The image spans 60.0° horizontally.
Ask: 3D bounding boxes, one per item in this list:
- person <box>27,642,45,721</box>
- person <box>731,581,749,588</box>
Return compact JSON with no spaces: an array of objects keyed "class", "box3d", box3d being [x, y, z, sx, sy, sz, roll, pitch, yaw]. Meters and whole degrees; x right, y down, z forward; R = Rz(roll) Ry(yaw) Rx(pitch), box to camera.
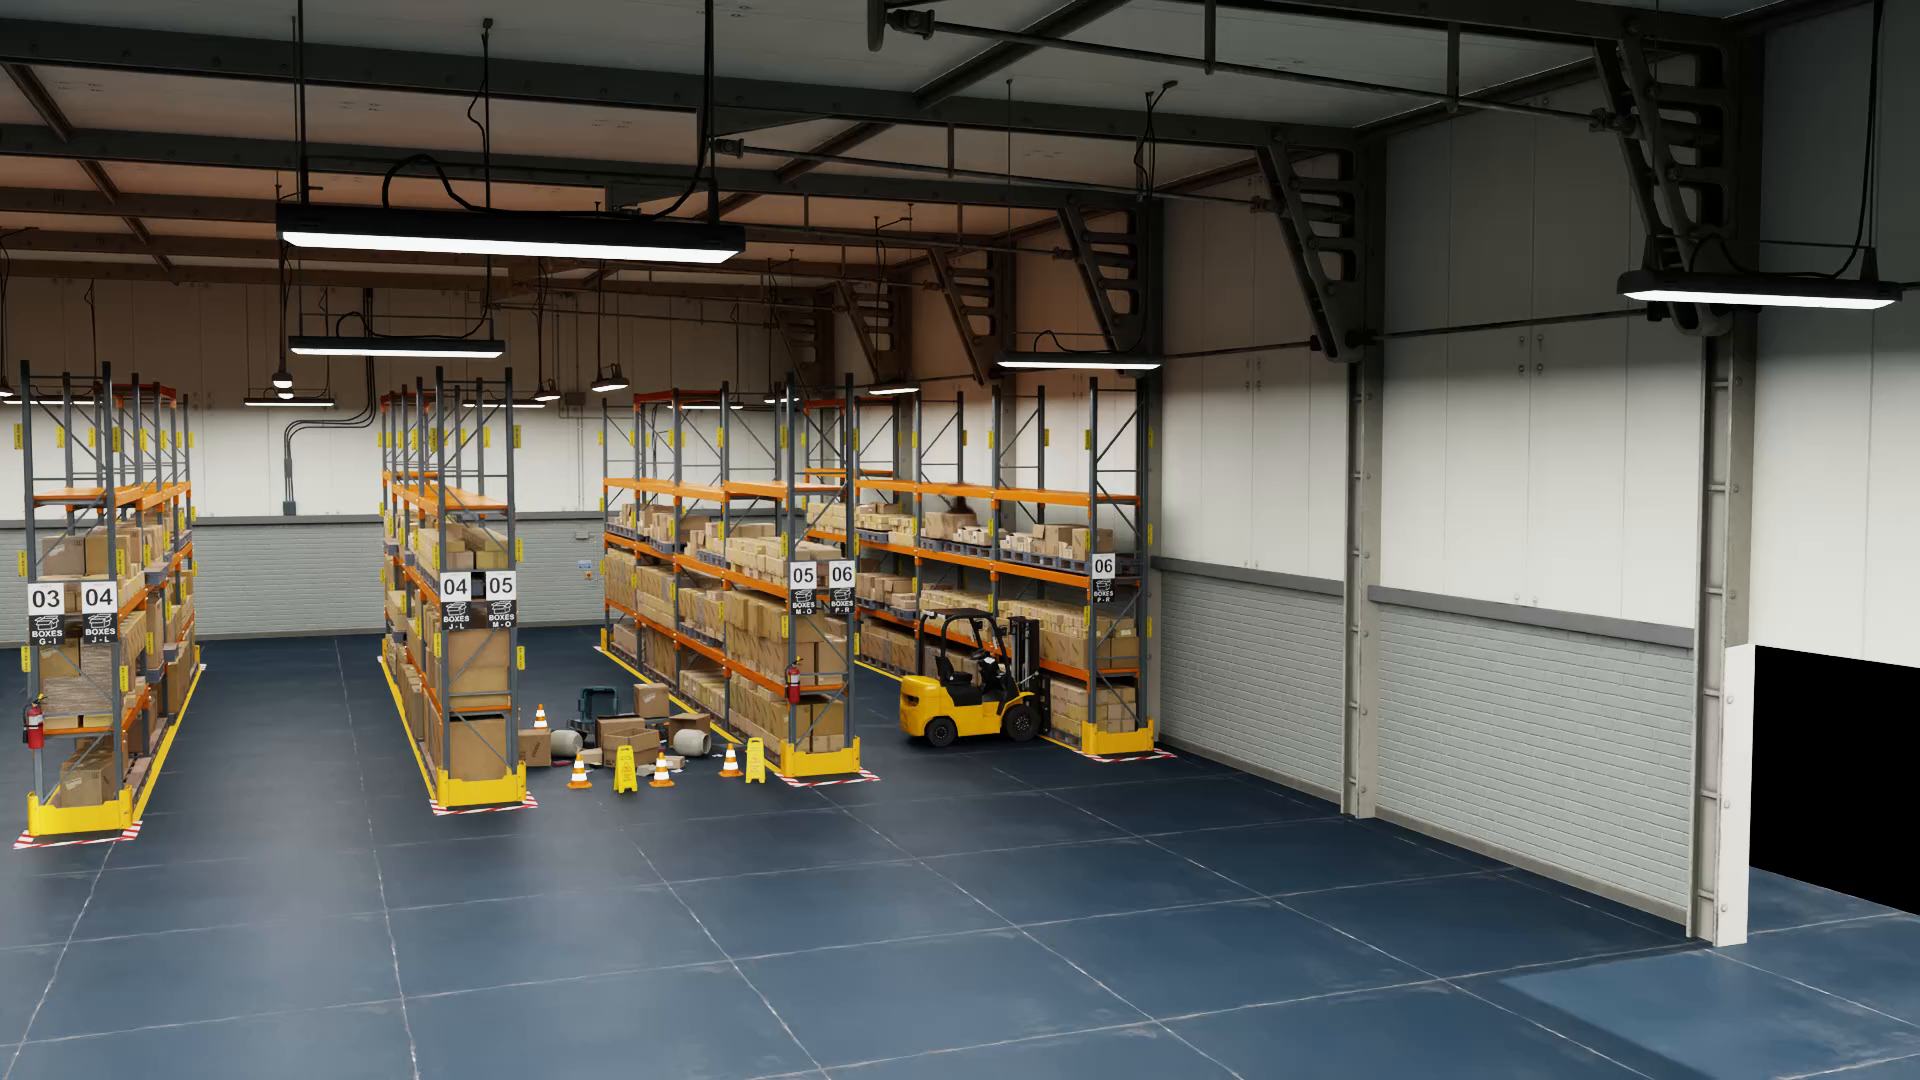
[{"class":"person","box3d":[-16.365,2.418,29.543,0.491,1.625,0.689,-3,5,-42]},{"class":"person","box3d":[-5.633,1.599,41.722,0.643,1.765,0.839,1,3,11]}]
